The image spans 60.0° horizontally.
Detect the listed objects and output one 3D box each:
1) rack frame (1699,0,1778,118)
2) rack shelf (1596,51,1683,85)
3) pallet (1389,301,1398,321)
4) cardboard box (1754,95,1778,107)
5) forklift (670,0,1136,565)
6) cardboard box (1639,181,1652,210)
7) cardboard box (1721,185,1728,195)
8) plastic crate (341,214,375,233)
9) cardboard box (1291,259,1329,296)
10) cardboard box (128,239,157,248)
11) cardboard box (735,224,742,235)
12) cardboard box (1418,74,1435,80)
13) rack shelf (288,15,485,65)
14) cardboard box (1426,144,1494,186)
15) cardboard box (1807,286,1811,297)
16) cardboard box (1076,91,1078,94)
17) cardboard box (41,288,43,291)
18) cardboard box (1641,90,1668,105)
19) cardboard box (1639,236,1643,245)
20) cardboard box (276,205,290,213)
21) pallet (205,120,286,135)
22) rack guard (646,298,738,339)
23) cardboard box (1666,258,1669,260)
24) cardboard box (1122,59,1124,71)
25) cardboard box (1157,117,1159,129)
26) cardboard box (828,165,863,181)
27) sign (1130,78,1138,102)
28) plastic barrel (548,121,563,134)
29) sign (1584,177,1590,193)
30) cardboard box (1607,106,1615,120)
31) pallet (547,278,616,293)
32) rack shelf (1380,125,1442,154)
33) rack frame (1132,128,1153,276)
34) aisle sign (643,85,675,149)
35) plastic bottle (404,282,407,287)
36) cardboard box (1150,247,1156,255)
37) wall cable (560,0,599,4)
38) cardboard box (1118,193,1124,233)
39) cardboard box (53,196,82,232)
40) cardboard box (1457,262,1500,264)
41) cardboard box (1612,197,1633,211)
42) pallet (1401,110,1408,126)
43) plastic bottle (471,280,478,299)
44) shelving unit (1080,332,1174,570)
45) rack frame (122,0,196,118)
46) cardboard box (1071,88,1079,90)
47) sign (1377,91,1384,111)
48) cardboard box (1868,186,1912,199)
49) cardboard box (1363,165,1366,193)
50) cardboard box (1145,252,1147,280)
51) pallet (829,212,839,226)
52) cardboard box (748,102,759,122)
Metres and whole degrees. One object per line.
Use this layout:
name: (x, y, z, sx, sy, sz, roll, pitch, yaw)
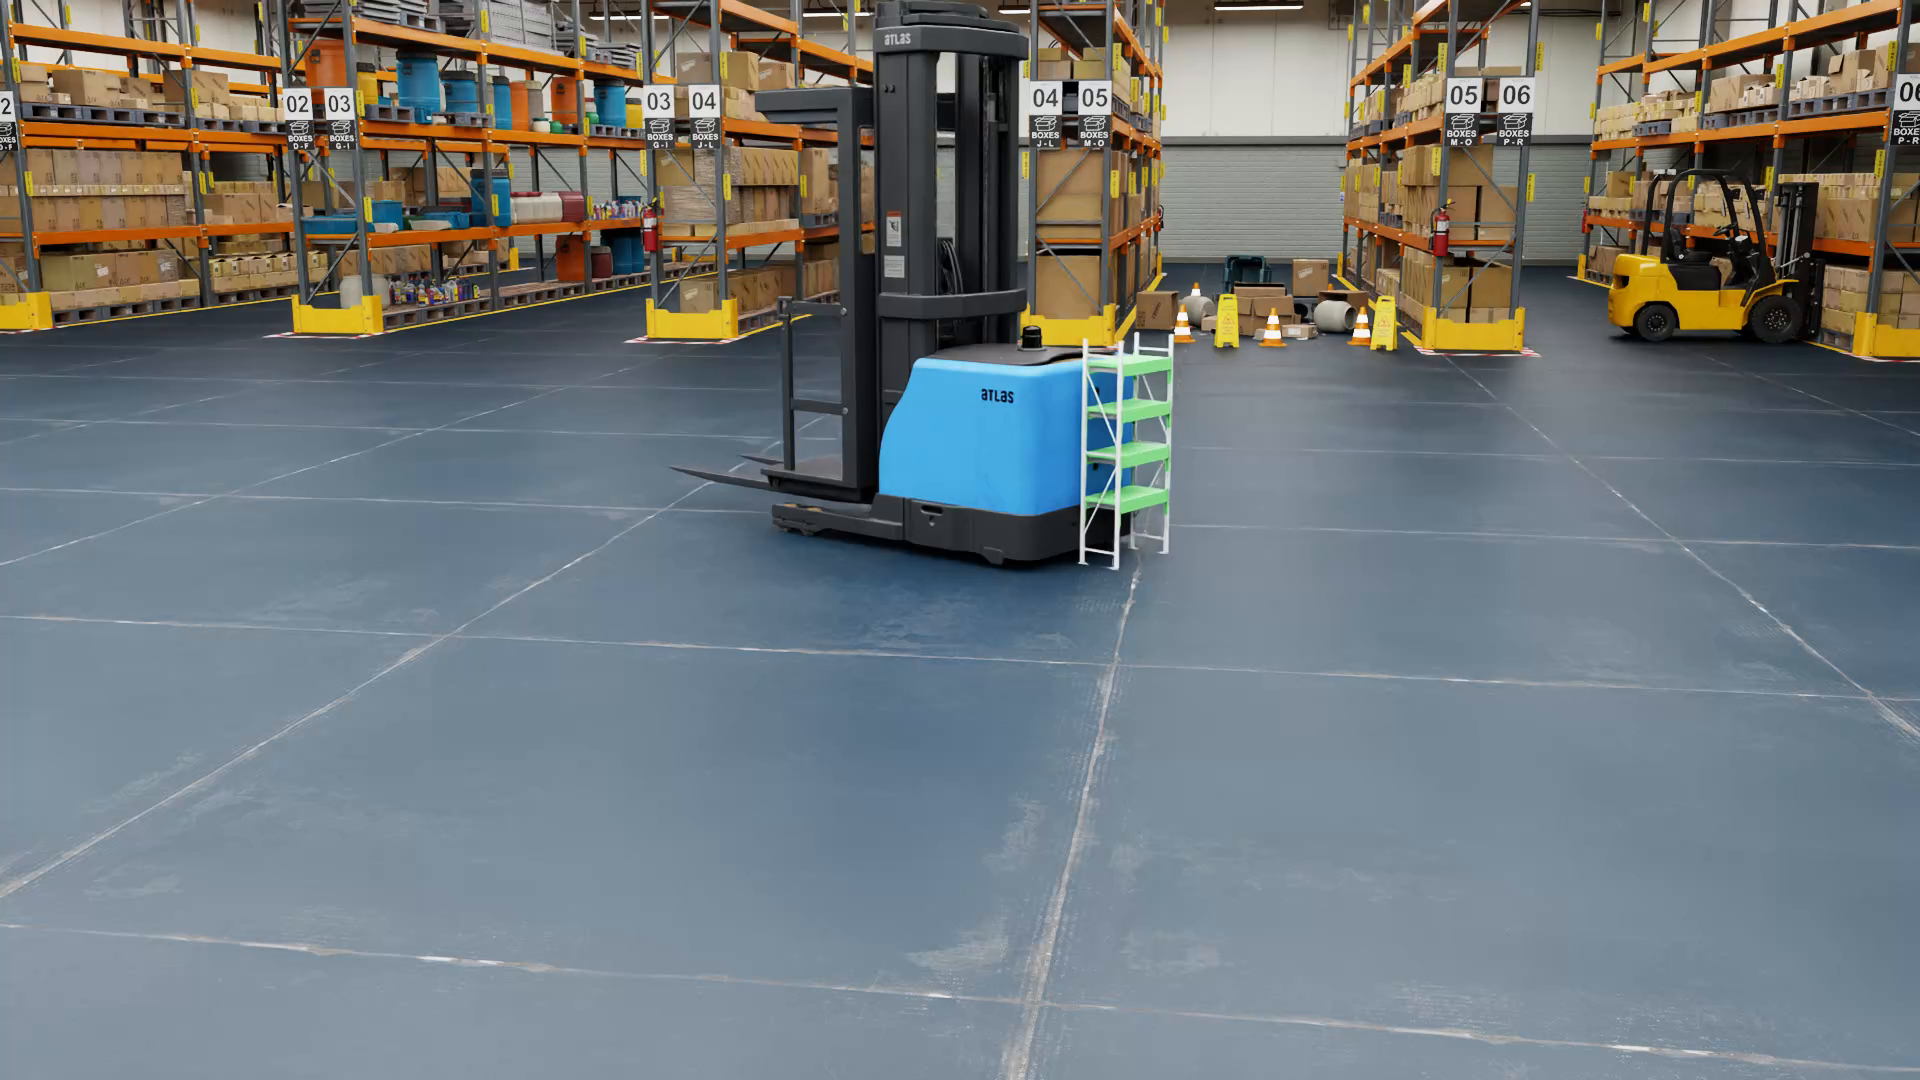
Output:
rack frame: (12.399, -8.240, 26.370, 1.000, 3.000, 0.127, 2, 12, 9)
rack shelf: (13.321, -9.136, 32.242, 1.077, 0.370, 4.000, 2, 12, 9)
pallet: (6.997, -3.434, 24.927, 1.003, 0.211, 1.213, 2, 12, 9)
cardboard box: (11.653, -6.311, 23.902, 0.380, 0.149, 0.250, 2, 12, 9)
forklift: (-0.472, -1.532, 9.644, 3.031, 2.935, 1.130, 10, 16, 38)
cardboard box: (12.639, -6.193, 29.877, 0.700, 0.500, 0.500, 2, 12, 9)
cardboard box: (11.870, -5.348, 25.411, 0.380, 0.149, 0.250, 2, 12, 10)
plastic crate: (-8.536, -4.460, 23.422, 0.499, 0.251, 0.408, 2, 12, 9)
cardboard box: (5.115, -3.835, 24.303, 0.500, 0.500, 0.500, 2, 12, 9)
cardboard box: (-16.598, -5.756, 33.187, 0.750, 0.750, 0.750, 2, 12, 8)
cardboard box: (-3.139, -4.155, 22.251, 0.380, 0.149, 0.250, 2, 12, 9)
cardboard box: (6.842, -6.603, 24.063, 0.500, 0.250, 0.500, 2, 12, 10)
rack shelf: (-8.115, -7.086, 23.670, 1.077, 0.370, 4.000, 2, 12, 9)
cardboard box: (6.126, -4.599, 20.396, 0.700, 0.500, 0.500, 2, 12, 7)
cardboard box: (11.161, -3.176, 21.452, 0.500, 0.250, 0.500, 2, 12, 8)
cardboard box: (1.425, -6.095, 22.900, 0.380, 0.149, 0.250, 2, 12, 8)
cardboard box: (-13.461, -3.532, 24.293, 0.500, 0.250, 0.500, 2, 12, 9)
cardboard box: (12.623, -8.035, 30.208, 0.396, 0.266, 0.258, 2, 12, 8)
cardboard box: (12.756, -5.518, 30.670, 0.380, 0.149, 0.250, 2, 12, 8)
cardboard box: (-12.415, -5.887, 29.902, 0.500, 0.311, 0.500, 2, 12, 8)
pallet: (-12.272, -7.108, 28.682, 1.003, 0.211, 1.213, 2, 12, 11)
rack guard: (-3.517, -2.917, 21.844, 1.175, 0.500, 0.348, 2, 12, 9)
cardboard box: (12.416, -4.599, 28.650, 0.500, 0.500, 0.500, 2, 12, 11)
cardboard box: (1.997, -6.359, 22.231, 0.380, 0.149, 0.250, 2, 12, 9)
cardboard box: (3.839, -8.593, 34.294, 0.500, 0.250, 0.500, 2, 12, 9)
cardboard box: (-2.170, -6.480, 29.822, 0.797, 0.503, 0.637, 2, 12, 11)
sign: (2.520, -6.515, 24.067, 0.100, 0.325, 0.005, 2, 12, 9)
plastic barrel: (-7.180, -7.287, 29.433, 0.294, 0.245, 0.294, 0, 12, 0)
sign: (13.093, -7.414, 34.720, 0.100, 0.325, 0.005, 2, 12, 9)
cardboard box: (13.152, -8.461, 32.979, 0.500, 0.250, 0.500, 2, 12, 8)
pallet: (-7.113, -4.752, 31.041, 1.003, 0.211, 1.213, 2, 12, 9)
rack shelf: (7.186, -6.166, 25.573, 1.077, 0.370, 4.000, 2, 12, 9)
rack frame: (3.202, -6.440, 32.255, 1.000, 3.000, 0.127, 2, 12, 9)
aisle sign: (-3.835, -5.391, 21.219, 0.394, 0.787, 0.004, 2, 12, 9)
plastic bottle: (-8.438, -3.777, 25.303, 0.061, 0.283, 0.133, 2, 12, 11)
cardboard box: (3.888, -6.038, 34.751, 0.380, 0.149, 0.250, 2, 12, 11)
wall cable: (-8.797, -15.021, 42.418, 3.097, 2.526, 0.112, 2, 12, 9)
cardboard box: (1.864, -4.655, 23.619, 0.875, 0.550, 0.550, 2, 12, 9)
cardboard box: (-13.156, -4.700, 23.947, 0.700, 0.500, 0.500, 2, 12, 10)
cardboard box: (6.825, -3.407, 21.933, 0.500, 0.500, 0.500, 2, 12, 10)
cardboard box: (13.003, -6.535, 32.345, 0.500, 0.250, 0.500, 2, 12, 8)
pallet: (7.078, -6.135, 24.165, 1.213, 0.211, 1.003, 2, 12, 9)
plastic bottle: (-7.556, -3.893, 25.841, 0.061, 0.283, 0.133, 3, 12, 11)
shelving unit: (0.892, -0.485, 8.896, 0.258, 1.200, 0.503, 10, 15, 38)
rack frame: (-12.702, -8.211, 26.232, 1.000, 3.000, 0.127, 2, 12, 9)
cardboard box: (1.389, -6.159, 22.247, 0.500, 0.250, 0.500, 2, 12, 9)
sign: (6.946, -7.245, 27.457, 0.100, 0.325, 0.005, 2, 12, 9)
cardboard box: (10.945, -4.090, 19.573, 0.380, 0.149, 0.250, 2, 12, 9)
cardboard box: (7.706, -6.649, 30.615, 0.500, 0.500, 0.500, 2, 12, 8)
cardboard box: (3.258, -5.154, 31.226, 0.500, 0.500, 0.500, 2, 12, 7)
pallet: (-2.563, -5.282, 27.337, 1.003, 0.211, 1.213, 2, 12, 9)
cardboard box: (-3.046, -5.819, 22.610, 0.500, 0.250, 0.500, 2, 12, 8)
